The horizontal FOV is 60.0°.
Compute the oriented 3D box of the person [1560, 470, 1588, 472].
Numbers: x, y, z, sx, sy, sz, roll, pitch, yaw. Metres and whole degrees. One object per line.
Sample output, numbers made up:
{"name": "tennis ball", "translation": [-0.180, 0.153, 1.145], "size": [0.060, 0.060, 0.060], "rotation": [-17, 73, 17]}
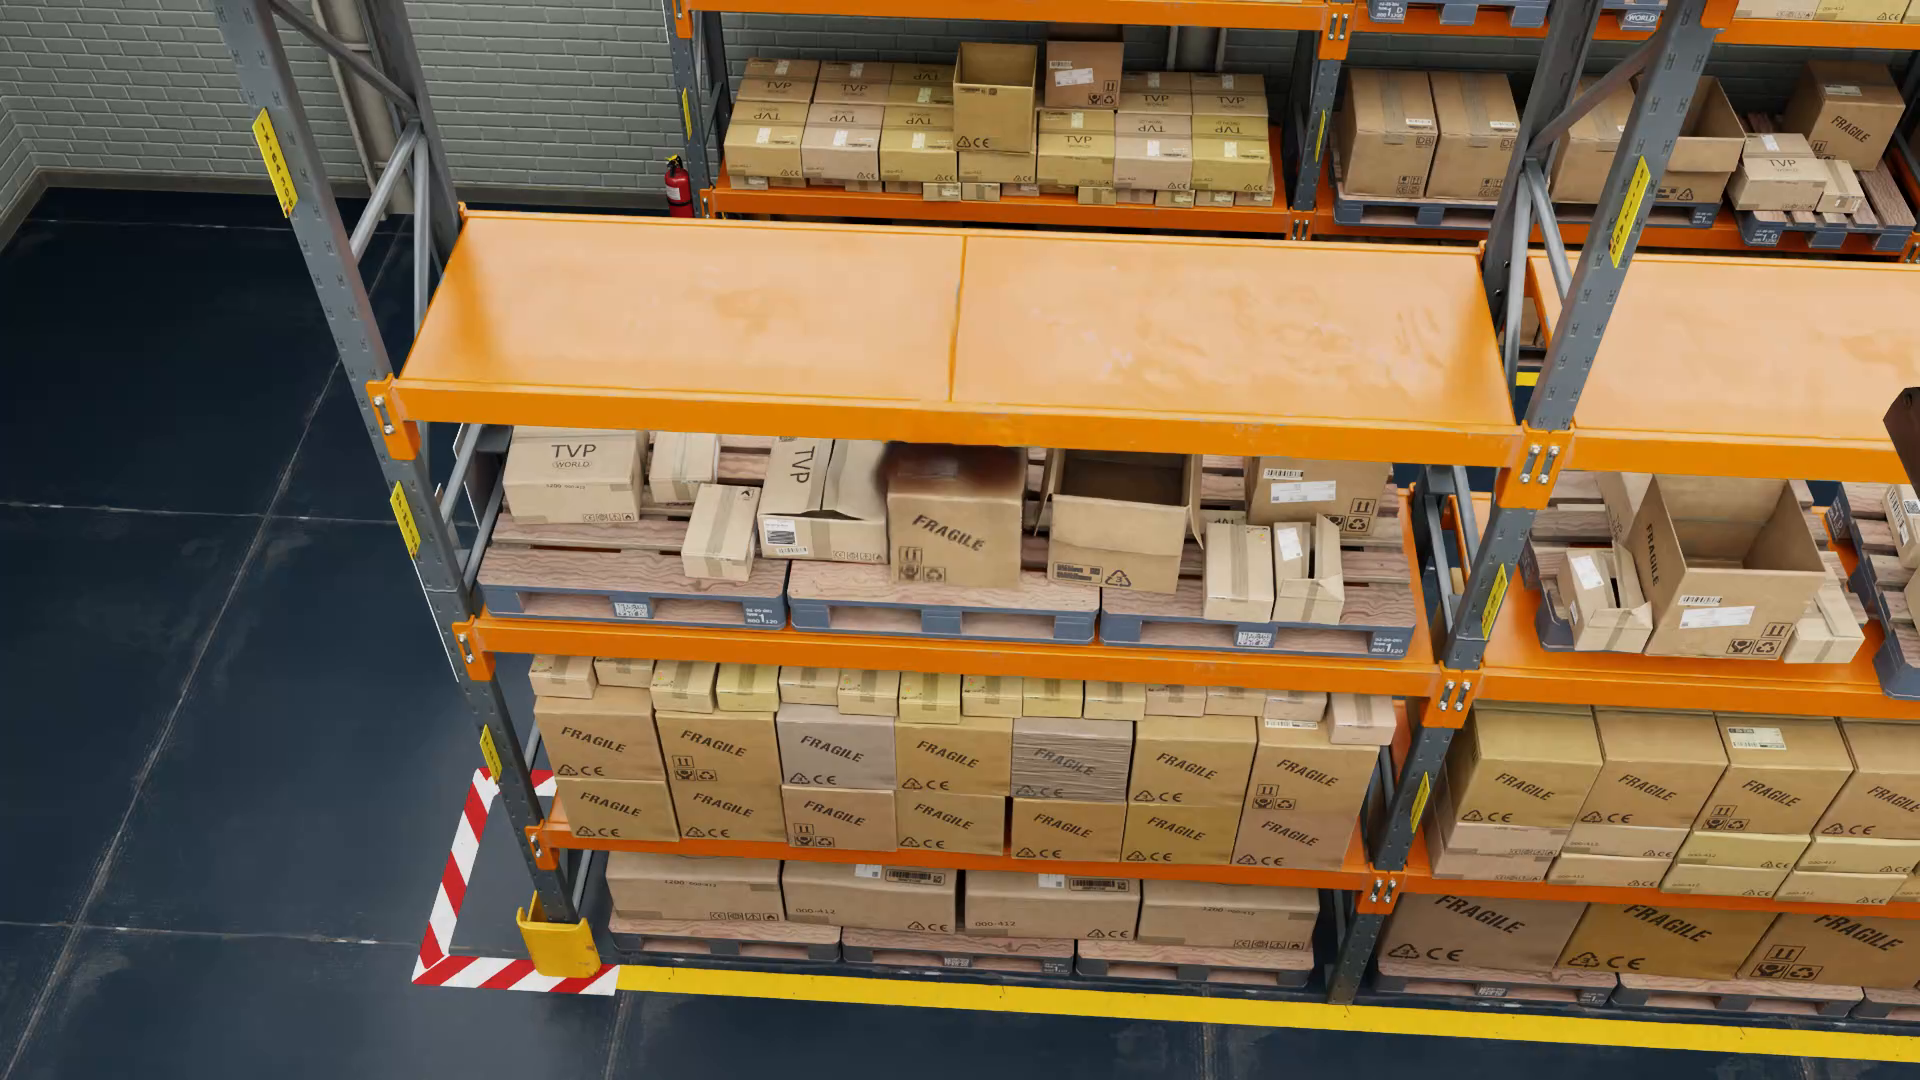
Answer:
{"name": "person", "translation": [3.275, 0.065, 9.491], "size": [0.587, 1.815, 0.574], "rotation": [-4, 48, -3]}
